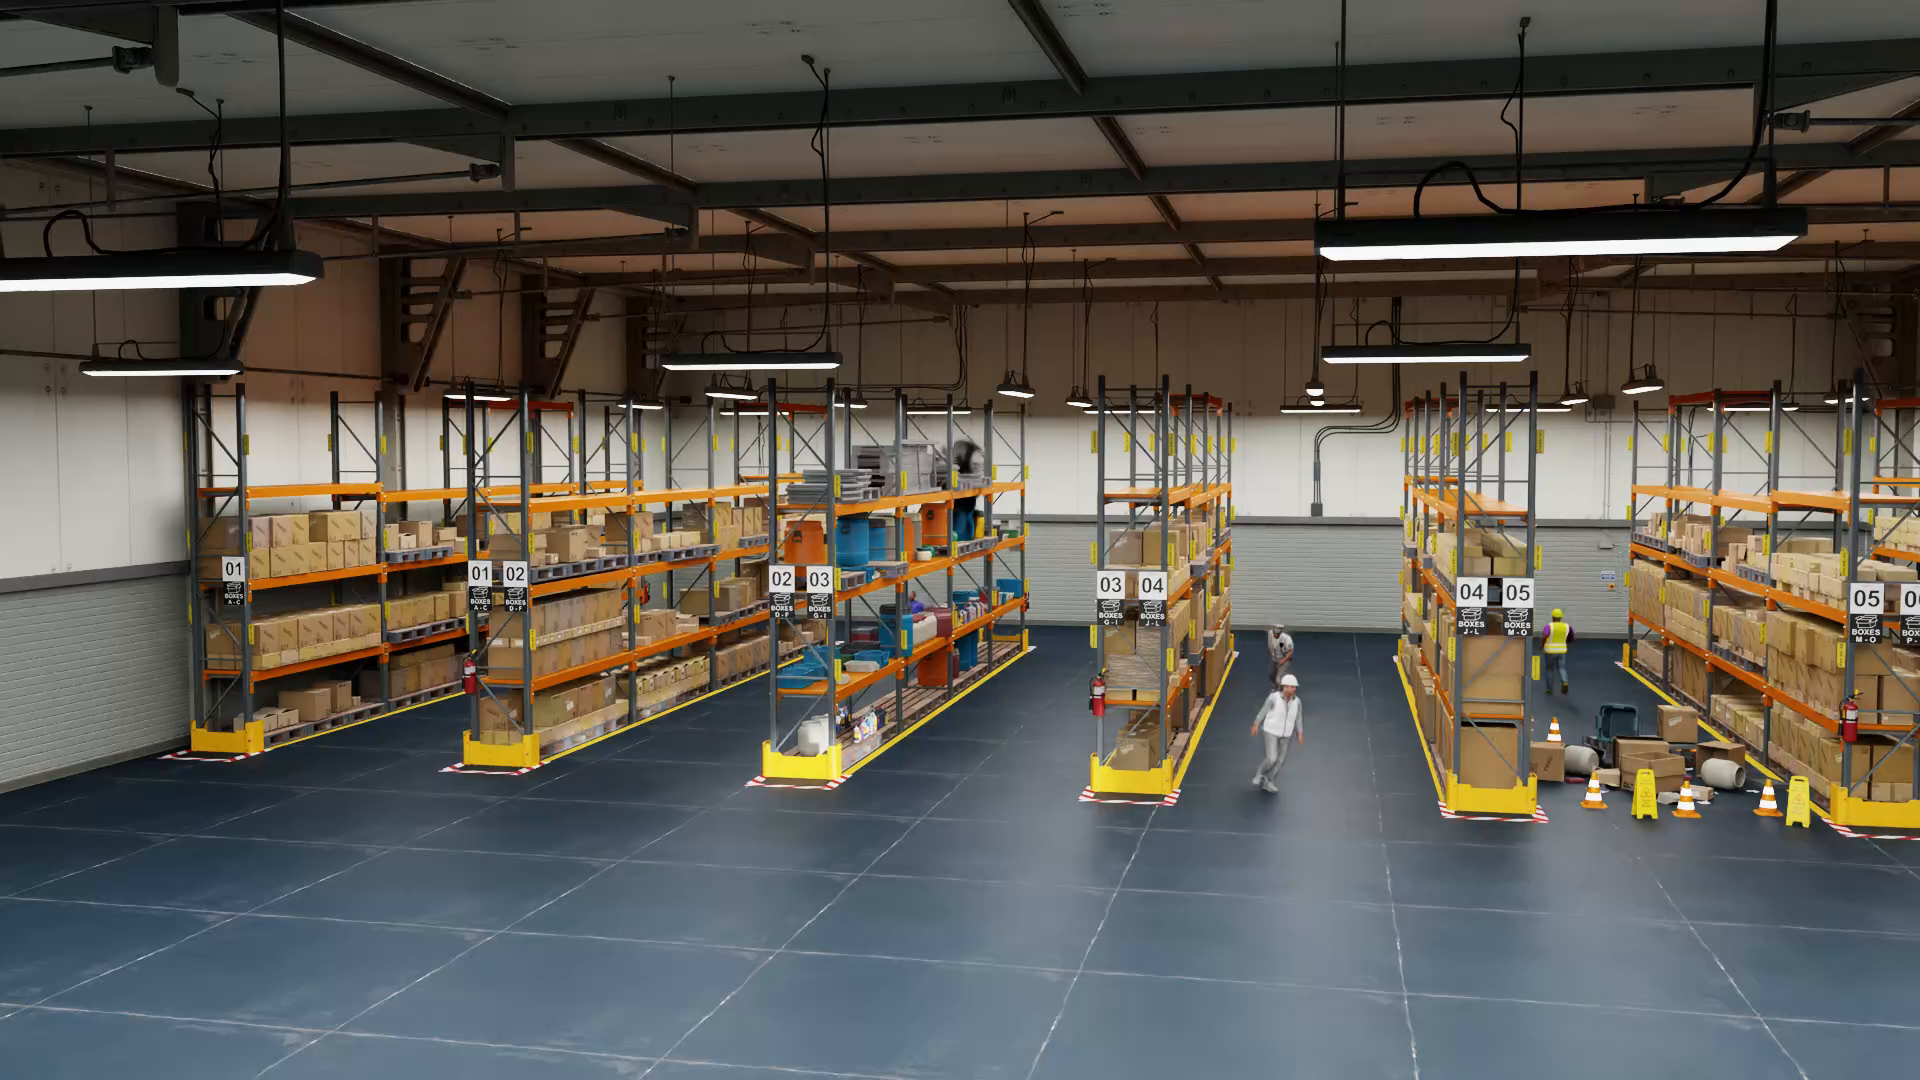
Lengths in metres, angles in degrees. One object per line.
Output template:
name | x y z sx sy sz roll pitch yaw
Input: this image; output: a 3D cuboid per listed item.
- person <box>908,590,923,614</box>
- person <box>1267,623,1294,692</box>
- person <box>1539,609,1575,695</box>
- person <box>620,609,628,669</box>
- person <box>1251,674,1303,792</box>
person | -1.078 1.960 38.549 0.518 1.608 0.774 1 3 15
person | 6.318 2.370 32.873 0.720 1.516 0.940 3 4 43
person | 11.846 2.233 33.017 0.697 1.747 0.931 0 3 5
person | -6.937 2.217 34.322 0.574 1.660 0.954 1 3 9
person | 4.579 2.778 23.888 0.675 1.726 0.615 -1 3 -19
